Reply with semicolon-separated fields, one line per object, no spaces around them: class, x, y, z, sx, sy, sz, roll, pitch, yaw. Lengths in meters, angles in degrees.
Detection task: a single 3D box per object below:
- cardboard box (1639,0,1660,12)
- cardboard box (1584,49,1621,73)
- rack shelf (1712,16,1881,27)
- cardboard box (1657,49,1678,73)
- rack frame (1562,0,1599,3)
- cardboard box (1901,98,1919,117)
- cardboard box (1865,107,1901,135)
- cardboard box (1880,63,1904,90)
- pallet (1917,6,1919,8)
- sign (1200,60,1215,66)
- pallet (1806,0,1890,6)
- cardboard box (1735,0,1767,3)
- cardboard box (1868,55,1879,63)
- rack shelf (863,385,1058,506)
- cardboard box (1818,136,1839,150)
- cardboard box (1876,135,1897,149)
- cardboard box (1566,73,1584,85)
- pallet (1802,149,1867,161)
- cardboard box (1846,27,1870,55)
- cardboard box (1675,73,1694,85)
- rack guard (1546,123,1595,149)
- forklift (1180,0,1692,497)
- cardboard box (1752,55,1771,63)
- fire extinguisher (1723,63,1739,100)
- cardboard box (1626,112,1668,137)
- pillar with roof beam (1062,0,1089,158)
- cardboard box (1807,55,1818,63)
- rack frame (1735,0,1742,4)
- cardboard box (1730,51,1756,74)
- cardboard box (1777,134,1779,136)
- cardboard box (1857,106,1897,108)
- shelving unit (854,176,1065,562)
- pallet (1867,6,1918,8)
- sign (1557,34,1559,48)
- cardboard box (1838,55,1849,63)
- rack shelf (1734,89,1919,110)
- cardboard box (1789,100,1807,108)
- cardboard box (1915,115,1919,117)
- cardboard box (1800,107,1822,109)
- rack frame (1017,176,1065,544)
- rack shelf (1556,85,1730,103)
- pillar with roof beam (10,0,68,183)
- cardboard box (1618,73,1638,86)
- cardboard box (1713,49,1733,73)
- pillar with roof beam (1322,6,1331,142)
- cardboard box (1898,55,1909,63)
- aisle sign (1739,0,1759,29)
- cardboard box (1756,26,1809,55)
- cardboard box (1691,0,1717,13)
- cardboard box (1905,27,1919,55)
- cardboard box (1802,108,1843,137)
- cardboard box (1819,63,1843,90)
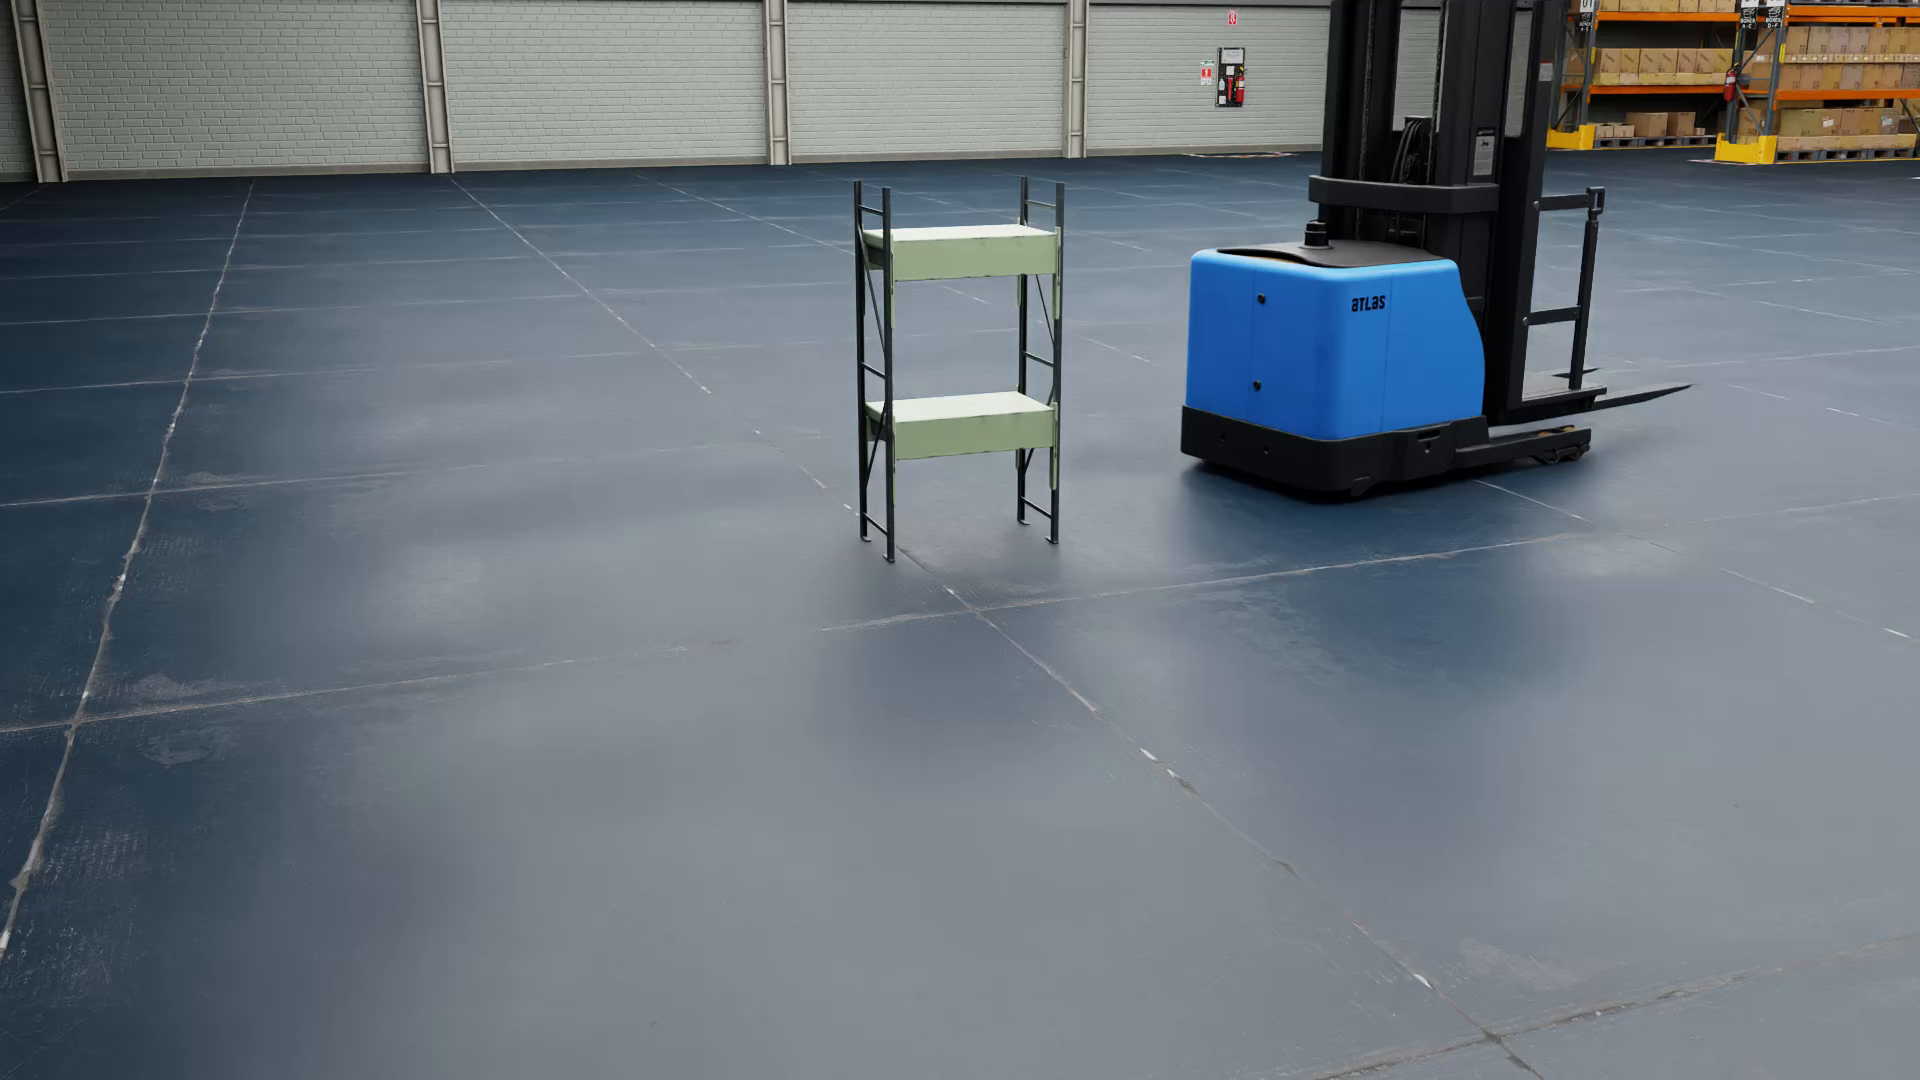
cardboard box;14.510;-11.486;35.350;0.500;0.500;0.500;-5;17;-18
cardboard box;13.664;-10.189;35.372;0.500;0.500;0.500;-6;17;-20
rack shelf;18.713;-11.622;37.303;4.000;0.370;1.077;-6;17;-20
cardboard box;15.091;-10.342;35.892;0.500;0.500;0.500;-6;17;-18
rack frame;13.111;-12.801;34.719;0.127;3.000;1.000;-6;17;-20
cardboard box;22.135;-10.025;38.985;0.750;0.750;0.750;-6;17;-20
cardboard box;17.796;-8.113;32.207;0.500;0.500;0.500;-6;17;-20
cardboard box;17.719;-8.970;32.142;0.500;0.500;0.700;-6;18;-21
pallet;19.441;-10.463;32.419;1.217;0.209;0.805;-7;18;-22
sign;4.985;-9.618;33.522;0.331;0.109;0.001;-6;17;-20
pallet;16.697;-10.205;31.359;1.213;0.211;1.003;-6;17;-20
cardboard box;17.385;-12.049;36.558;0.500;0.500;0.500;-4;17;-12
cardboard box;17.258;-9.171;31.675;0.250;0.149;0.380;-6;17;-18
rack shelf;-0.006;-0.406;6.976;0.720;0.370;0.431;-6;17;-20
cardboard box;16.400;-7.599;31.787;0.500;0.250;0.500;-6;17;-20
cardboard box;17.797;-7.753;32.311;0.500;0.250;0.500;-6;17;-20
cardboard box;13.478;-9.958;35.917;0.500;0.250;0.500;-6;17;-19
pallet;16.723;-7.492;32.235;1.213;0.211;1.003;-6;17;-20
cardboard box;16.804;-9.495;31.629;0.500;0.500;0.700;-6;17;-20
cardboard box;15.580;-10.033;36.172;0.500;0.250;0.500;-6;17;-20
rack guard;13.182;-8.731;35.943;0.348;0.500;1.175;-6;17;-20
forklift;2.622;-1.901;8.369;3.031;2.935;1.130;-10;19;-32
cardboard box;15.175;-9.068;31.324;0.250;0.149;0.380;-6;18;-21
fire extinguisher;14.610;-8.693;31.514;0.183;0.674;0.296;-6;17;-20
cardboard box;15.024;-9.099;36.414;0.500;0.500;0.700;-7;18;-24
pillar with roof beam;3.790;-10.757;27.757;0.400;9.000;9.100;-6;17;-20
cardboard box;15.809;-9.014;31.141;0.250;0.149;0.380;-6;17;-20
rack frame;16.846;-13.204;36.092;0.127;3.000;1.000;-6;17;-20
cardboard box;17.333;-10.627;37.006;0.500;0.500;0.700;-6;17;-20
cardboard box;15.744;-7.687;32.087;0.500;0.250;0.500;-6;17;-20
cardboard box;18.077;-8.301;32.844;0.500;0.500;0.500;-6;17;-20
shelving unit;-0.006;-0.719;6.885;0.755;1.500;0.431;-6;17;-20
pallet;21.163;-12.157;38.183;1.003;0.211;1.213;-5;17;-18
sign;12.931;-10.778;35.861;0.005;0.325;0.100;-6;17;-20
cardboard box;16.532;-9.092;31.408;0.250;0.149;0.380;-6;18;-21
rack shelf;16.754;-8.476;31.915;4.000;0.370;1.077;-6;17;-20
cardboard box;18.894;-9.920;37.881;0.500;0.250;0.500;-6;17;-20
cardboard box;19.381;-8.345;33.330;0.500;0.311;0.500;-6;17;-19
cardboard box;16.677;-8.149;32.328;0.500;0.500;0.500;-6;17;-20
rack frame;0.336;-0.756;7.010;0.023;1.500;0.400;-6;17;-20
rack shelf;14.978;-9.779;36.352;4.000;0.370;1.077;-6;17;-20
pillar with roof beam;-13.019;-8.942;21.577;0.400;9.000;9.100;-6;17;-20
cardboard box;14.160;-9.882;35.657;0.500;0.250;0.500;-7;18;-22
cardboard box;16.515;-10.494;36.411;0.500;0.500;0.500;-6;17;-20
pillar with roof beam;9.392;-11.362;29.817;0.400;9.000;9.100;-6;17;-20
cardboard box;17.969;-9.247;31.934;0.250;0.149;0.380;-7;18;-22
aisle sign;14.720;-9.938;31.002;0.004;0.787;0.394;-6;17;-20
cardboard box;15.377;-9.339;31.097;0.500;0.500;0.700;-6;17;-20
cardboard box;15.986;-11.659;35.941;0.500;0.500;0.500;-8;18;-25
cardboard box;18.210;-9.647;32.146;0.500;0.500;0.700;-6;17;-20
cardboard box;16.395;-7.962;31.691;0.500;0.500;0.500;-6;17;-20
cardboard box;16.282;-8.814;31.612;0.500;0.500;0.700;-6;17;-20
